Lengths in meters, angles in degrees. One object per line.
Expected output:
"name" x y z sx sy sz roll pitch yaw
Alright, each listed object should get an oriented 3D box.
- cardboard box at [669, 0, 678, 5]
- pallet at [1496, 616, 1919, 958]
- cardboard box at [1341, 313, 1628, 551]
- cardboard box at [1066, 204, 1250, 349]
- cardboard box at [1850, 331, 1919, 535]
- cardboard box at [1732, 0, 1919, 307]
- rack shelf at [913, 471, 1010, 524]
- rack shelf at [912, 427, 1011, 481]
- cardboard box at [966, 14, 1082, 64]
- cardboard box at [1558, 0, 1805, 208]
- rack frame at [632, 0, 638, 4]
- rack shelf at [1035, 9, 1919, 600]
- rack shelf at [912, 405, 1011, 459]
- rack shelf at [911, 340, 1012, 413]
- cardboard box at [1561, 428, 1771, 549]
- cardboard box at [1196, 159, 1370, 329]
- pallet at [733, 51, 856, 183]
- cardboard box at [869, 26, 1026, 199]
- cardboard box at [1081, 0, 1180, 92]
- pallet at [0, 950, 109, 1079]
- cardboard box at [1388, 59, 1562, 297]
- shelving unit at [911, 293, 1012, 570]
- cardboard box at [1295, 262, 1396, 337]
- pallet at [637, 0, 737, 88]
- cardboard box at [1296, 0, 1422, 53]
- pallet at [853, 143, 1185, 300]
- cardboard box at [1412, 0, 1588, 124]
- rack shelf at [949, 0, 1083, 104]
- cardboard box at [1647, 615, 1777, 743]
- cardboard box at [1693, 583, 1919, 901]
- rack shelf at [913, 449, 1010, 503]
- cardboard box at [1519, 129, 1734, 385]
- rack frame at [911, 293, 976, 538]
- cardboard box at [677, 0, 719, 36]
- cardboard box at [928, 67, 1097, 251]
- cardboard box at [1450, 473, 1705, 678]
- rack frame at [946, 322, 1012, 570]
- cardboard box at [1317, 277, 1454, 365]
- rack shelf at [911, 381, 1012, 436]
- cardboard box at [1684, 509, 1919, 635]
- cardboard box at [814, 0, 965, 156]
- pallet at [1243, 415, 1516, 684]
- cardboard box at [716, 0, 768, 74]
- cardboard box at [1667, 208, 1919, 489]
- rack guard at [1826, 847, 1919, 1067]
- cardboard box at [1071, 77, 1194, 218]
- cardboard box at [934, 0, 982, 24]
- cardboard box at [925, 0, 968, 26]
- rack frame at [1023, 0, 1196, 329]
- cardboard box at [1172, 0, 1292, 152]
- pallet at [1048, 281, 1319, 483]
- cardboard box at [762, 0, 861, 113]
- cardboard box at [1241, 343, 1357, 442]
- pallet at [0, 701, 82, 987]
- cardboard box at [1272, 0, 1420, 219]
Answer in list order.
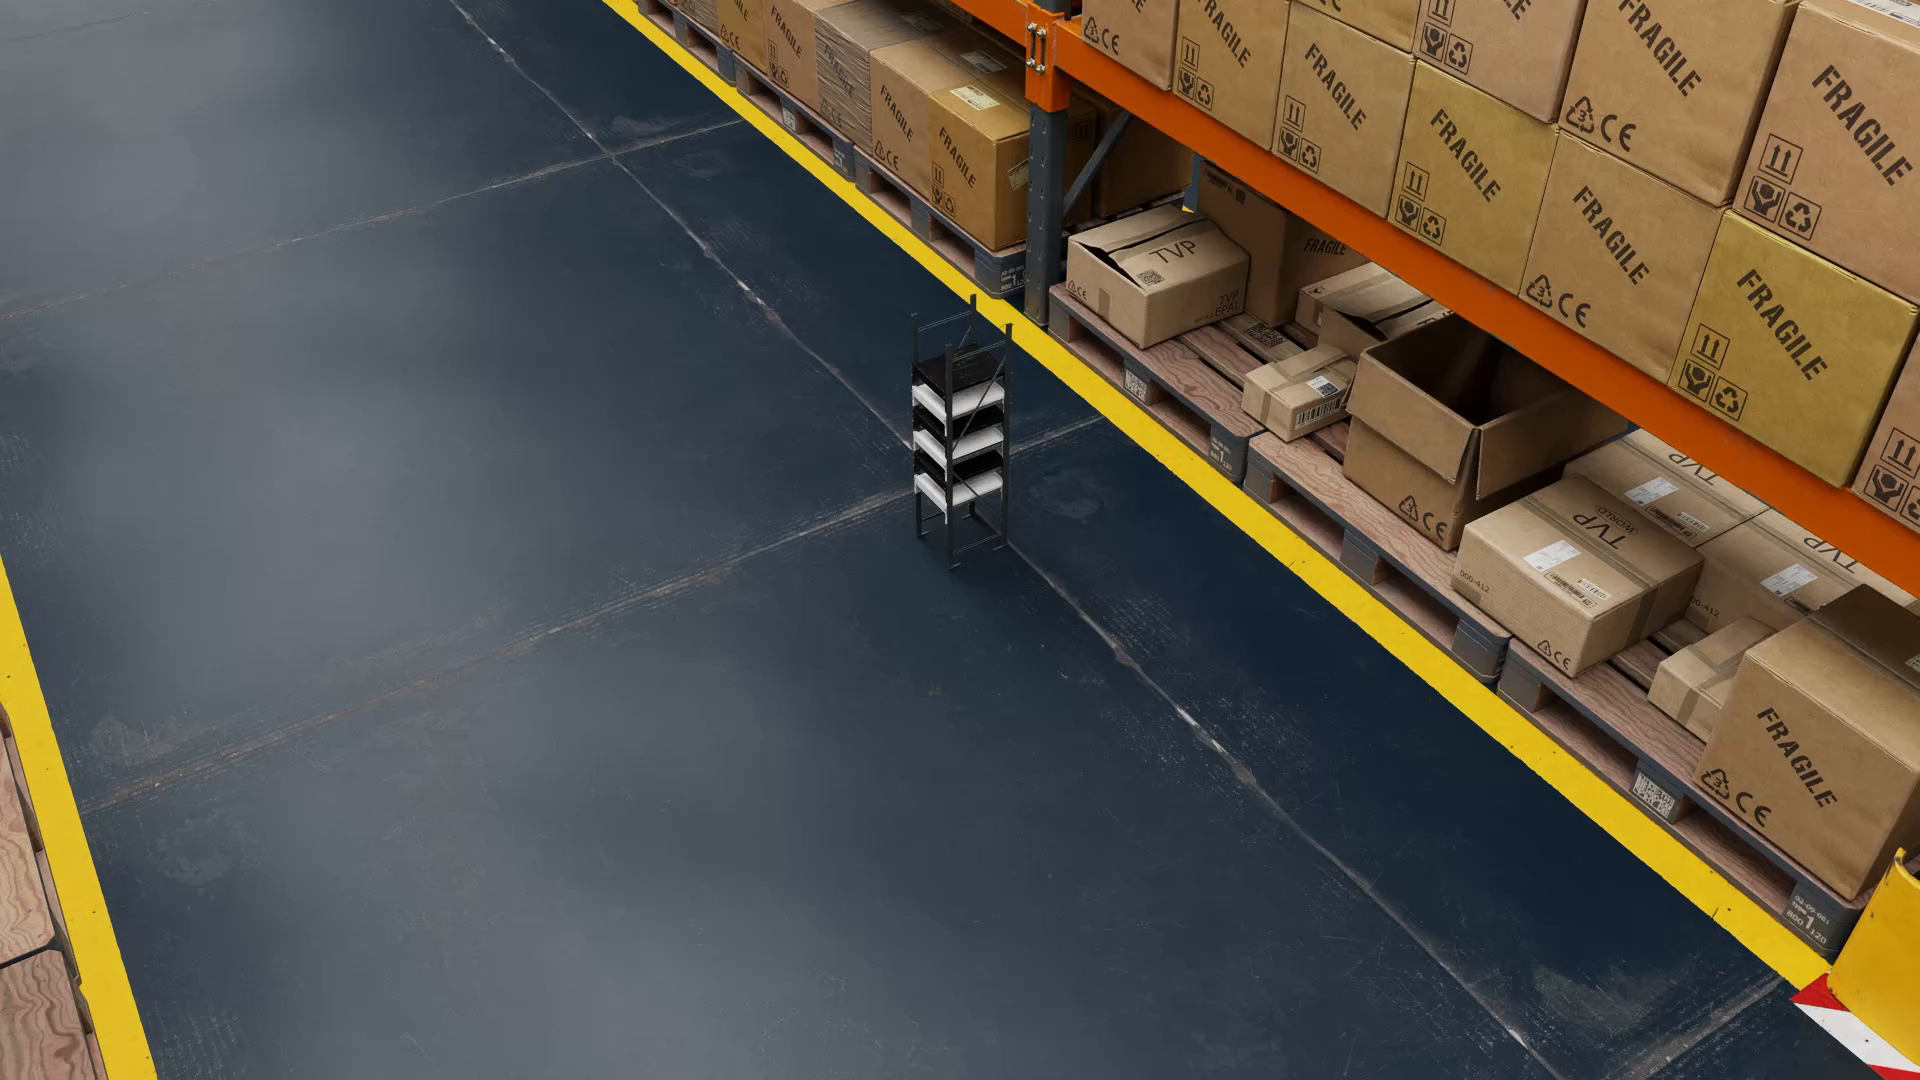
"cardboard box" -1.430 -3.241 8.906 0.500 0.500 0.500 -20 44 -23
"pallet" 2.398 0.542 4.935 1.003 0.211 1.213 -22 45 -24
"cardboard box" 1.732 -0.416 5.512 0.797 0.503 0.637 -22 45 -24
"cardboard box" 0.760 -1.053 6.427 0.500 0.311 0.500 -22 45 -24
"cardboard box" 2.398 -0.245 3.623 0.500 0.500 0.500 -21 44 -23
"cardboard box" 2.124 -0.899 3.627 0.500 0.500 0.500 -21 44 -23
"rack shelf" 0.004 -0.177 5.593 0.258 0.077 0.200 -22 45 -24
"rack shelf" 0.004 -0.316 5.478 0.258 0.077 0.200 -22 45 -24
"cardboard box" 0.366 -2.056 7.483 0.500 0.500 0.500 -22 44 -24
"cardboard box" 1.842 -1.178 3.961 0.500 0.500 0.500 -21 44 -23
"rack frame" -1.434 -4.377 8.659 1.000 3.000 0.127 -22 45 -24
"rack shelf" 1.792 -0.862 5.003 1.077 0.370 4.000 -22 45 -24
"rack shelf" 0.004 -0.385 5.420 0.258 0.077 0.200 -22 45 -24
"rack shelf" 0.004 -0.523 5.305 0.258 0.077 0.200 -22 45 -24
"cardboard box" 2.277 -0.102 5.334 0.500 0.250 0.500 -22 45 -24
"cardboard box" 1.263 -1.217 6.476 0.500 0.500 0.500 -22 45 -24
"pallet" -0.412 -2.232 8.263 1.003 0.211 1.213 -22 45 -24
"cardboard box" -0.049 -1.864 7.253 0.500 0.500 0.500 -22 45 -24
"cardboard box" 0.761 -1.887 5.594 0.500 0.500 0.500 -21 44 -23
"pallet" -2.373 1.599 3.666 1.003 0.211 1.213 -22 45 -24
"cardboard box" 1.581 -1.067 4.610 0.500 0.500 0.500 -23 45 -25
"shelving unit" 0.004 -0.341 5.457 0.258 0.900 0.210 -22 45 -24
"cardboard box" 1.515 -0.900 6.370 0.380 0.149 0.250 -22 45 -24
"pallet" -1.064 -2.890 9.053 1.003 0.211 1.213 -22 45 -24
"cardboard box" 1.287 -1.733 4.628 0.500 0.500 0.500 -24 45 -26
"pallet" 0.248 -1.573 7.472 1.003 0.211 1.213 -22 45 -24
"cardboard box" 1.565 -1.455 4.294 0.500 0.500 0.500 -21 44 -23
"rack shelf" -0.358 -3.021 7.594 1.077 0.370 4.000 -22 45 -24
"cardboard box" 2.226 0.402 4.794 0.380 0.166 0.250 -22 45 -24
"cardboard box" 2.368 0.524 4.387 0.500 0.500 0.500 -22 45 -24
"rack shelf" 0.004 -0.247 5.536 0.258 0.077 0.200 -22 45 -24
"cardboard box" 1.852 -0.795 4.283 0.500 0.500 0.500 -22 45 -24
"rack frame" -0.050 -0.396 5.523 0.240 0.900 0.006 -22 45 -24
"cardboard box" -1.144 -2.961 8.569 0.500 0.500 0.500 -24 45 -26
"cardboard box" 0.210 -1.594 6.929 0.500 0.500 0.500 -22 45 -25
"cardboard box" 1.882 0.097 5.095 0.500 0.250 0.500 -22 45 -24
"rack frame" 0.059 -0.286 5.391 0.240 0.900 0.006 -22 45 -24
"cardboard box" 1.666 -0.739 6.051 0.500 0.311 0.500 -22 45 -24
"rack shelf" 0.004 -0.454 5.363 0.258 0.077 0.200 -22 45 -24
"cardboard box" 2.546 0.167 5.010 0.500 0.250 0.500 -22 45 -24
"cardboard box" -0.318 -2.135 7.578 0.500 0.500 0.500 -22 44 -24
"pallet" 1.746 -0.116 5.725 1.003 0.211 1.213 -22 45 -24
"cardboard box" -0.878 -2.688 8.242 0.500 0.500 0.500 -23 45 -25
"cardboard box" 2.116 -0.524 3.958 0.500 0.500 0.500 -22 45 -24
"rack guard" 2.827 0.860 4.327 1.175 0.500 0.348 -22 45 -24
"cardboard box" 0.662 -1.772 7.142 0.500 0.500 0.500 -24 46 -26
"cardboard box" 0.125 -2.599 7.549 0.500 0.250 0.500 -22 45 -24
"cardboard box" 0.104 -2.328 7.809 0.500 0.500 0.500 -22 44 -24
"rack frame" 0.717 -2.218 6.068 1.000 3.000 0.127 -22 45 -24
"cardboard box" 1.039 -1.612 5.263 0.500 0.500 0.500 -21 44 -24
"pallet" 1.086 -0.775 6.516 1.003 0.211 1.213 -22 45 -24
"cardboard box" -0.593 -2.408 7.906 0.500 0.500 0.500 -24 45 -26
"cardboard box" 1.234 -0.534 5.917 0.380 0.166 0.250 -22 45 -24
"pallet" -3.033 0.940 4.457 1.003 0.211 1.213 -22 45 -24
"cardboard box" 1.306 -1.341 4.938 0.500 0.500 0.500 -22 45 -25
